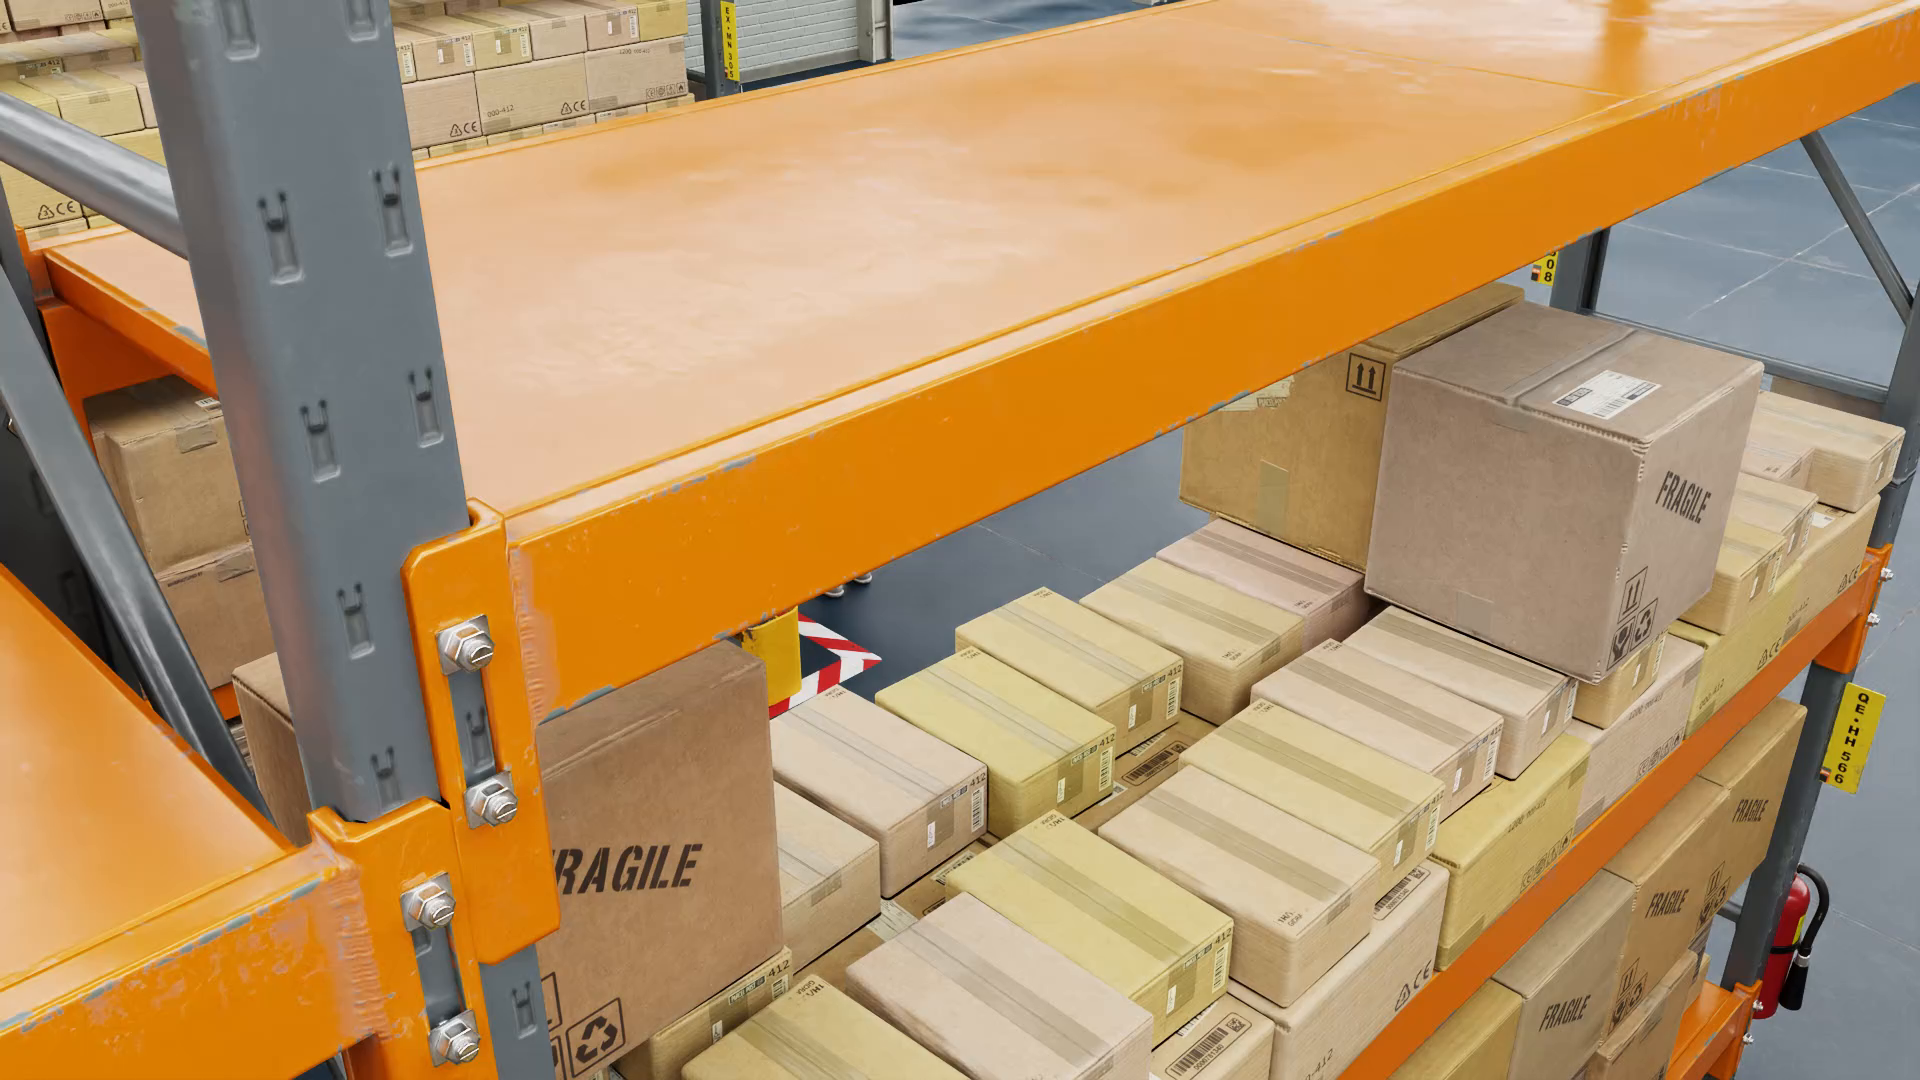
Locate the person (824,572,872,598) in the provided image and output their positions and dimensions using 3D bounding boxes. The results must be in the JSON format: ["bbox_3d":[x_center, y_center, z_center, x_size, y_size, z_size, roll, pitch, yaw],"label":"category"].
[{"bbox_3d":[-0.752,-0.494,9.523,0.562,1.687,0.461,25,37,38],"label":"person"}]
